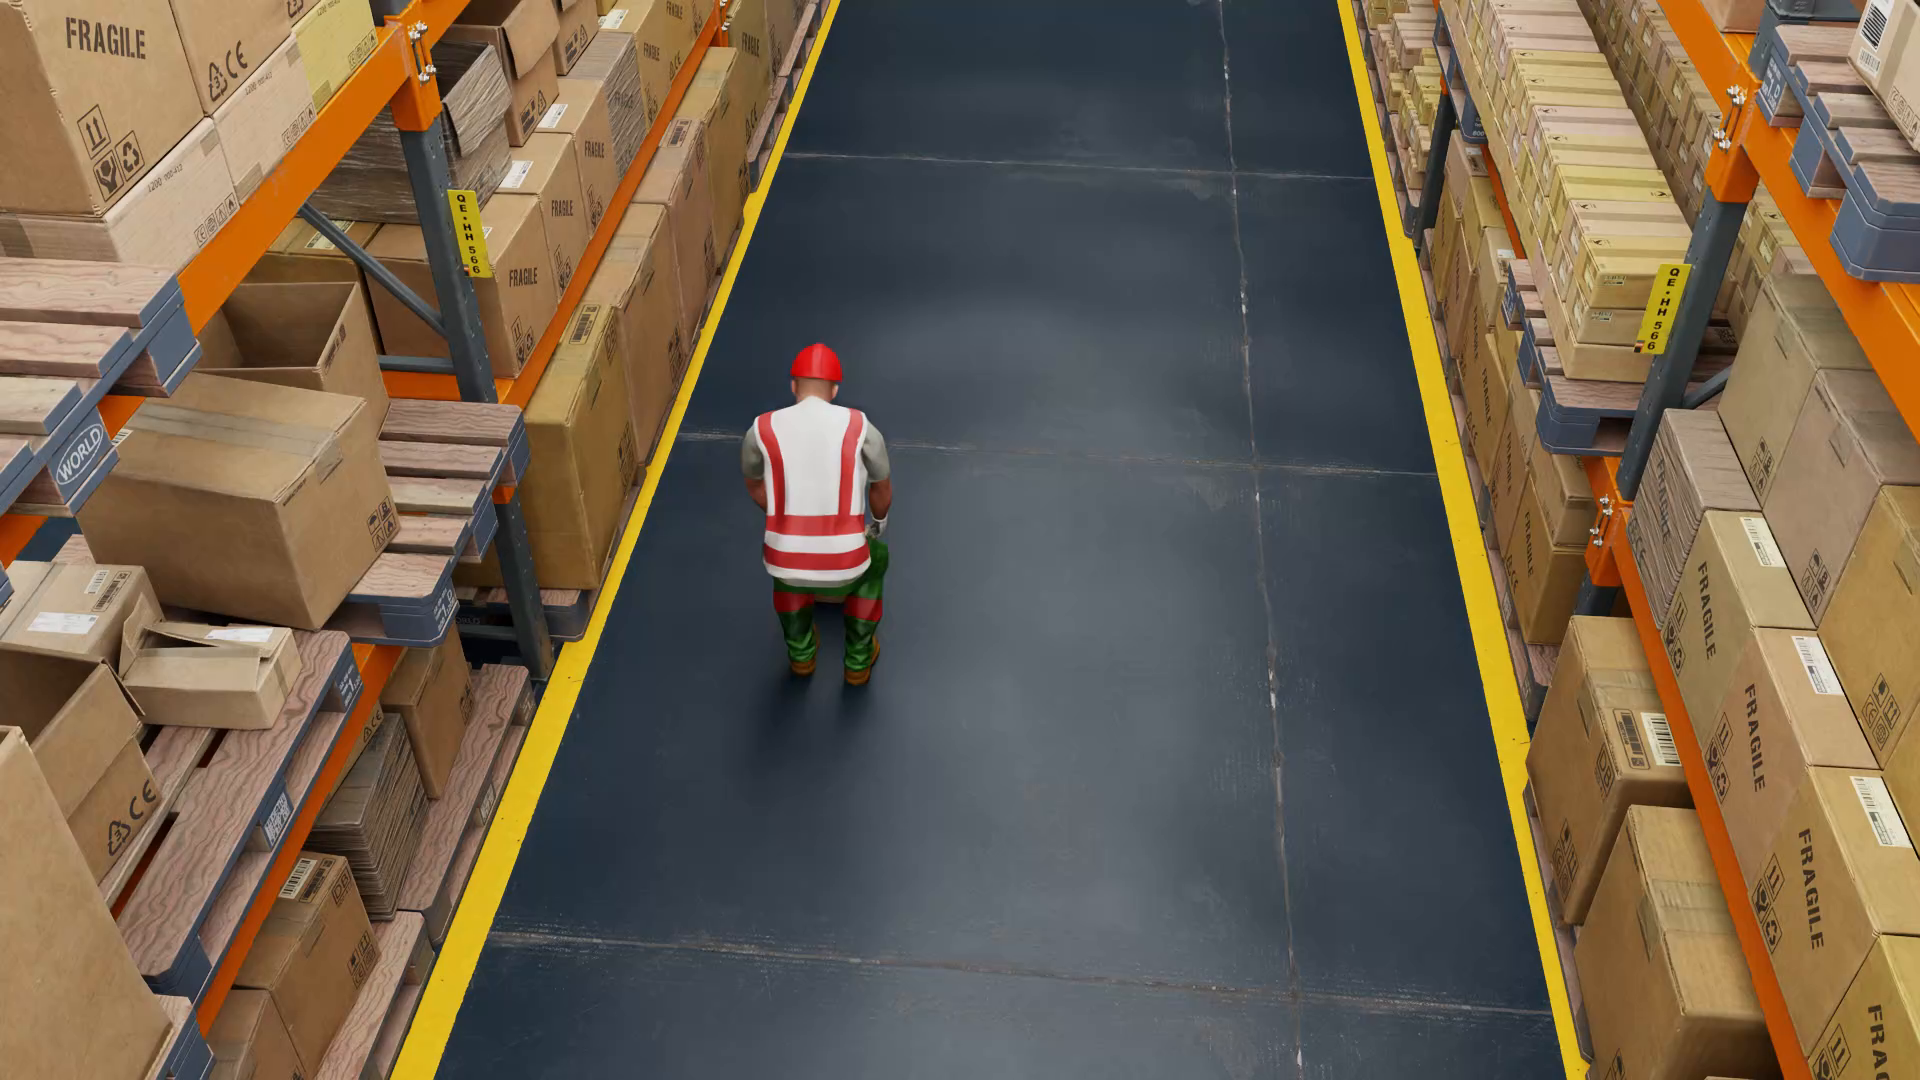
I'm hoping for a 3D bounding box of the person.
[{"bbox_3d":[-0.572,-0.055,6.571,0.584,1.321,0.808,3,40,4],"label":"person"}]
